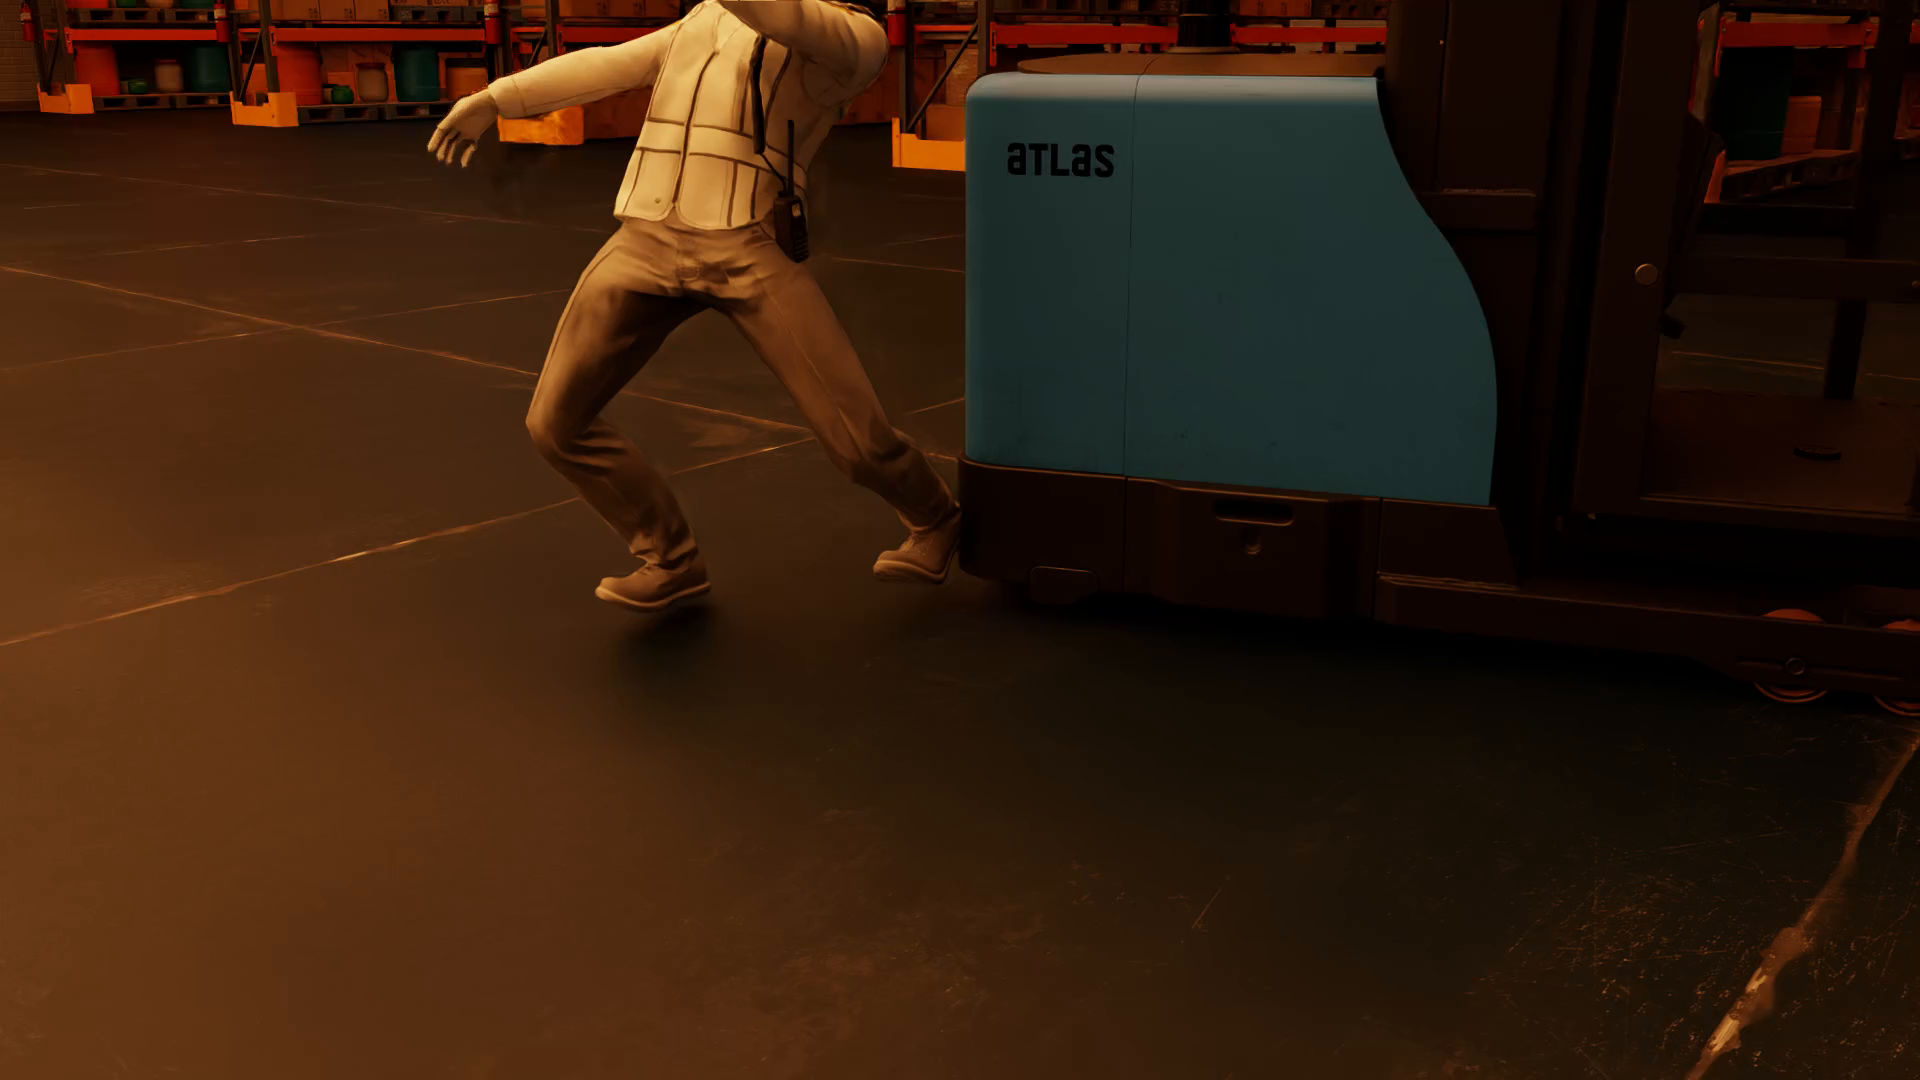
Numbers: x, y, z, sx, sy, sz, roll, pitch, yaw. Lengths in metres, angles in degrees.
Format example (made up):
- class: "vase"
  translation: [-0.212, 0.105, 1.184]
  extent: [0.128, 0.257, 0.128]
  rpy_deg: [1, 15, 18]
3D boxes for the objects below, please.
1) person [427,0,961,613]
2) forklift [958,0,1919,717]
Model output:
- class: "person"
  translation: [-0.544, -0.563, 3.193]
  extent: [0.951, 1.447, 0.742]
  rpy_deg: [7, 18, 21]
- class: "forklift"
  translation: [1.571, -1.265, 3.064]
  extent: [3.031, 2.935, 1.130]
  rpy_deg: [6, 18, 18]
